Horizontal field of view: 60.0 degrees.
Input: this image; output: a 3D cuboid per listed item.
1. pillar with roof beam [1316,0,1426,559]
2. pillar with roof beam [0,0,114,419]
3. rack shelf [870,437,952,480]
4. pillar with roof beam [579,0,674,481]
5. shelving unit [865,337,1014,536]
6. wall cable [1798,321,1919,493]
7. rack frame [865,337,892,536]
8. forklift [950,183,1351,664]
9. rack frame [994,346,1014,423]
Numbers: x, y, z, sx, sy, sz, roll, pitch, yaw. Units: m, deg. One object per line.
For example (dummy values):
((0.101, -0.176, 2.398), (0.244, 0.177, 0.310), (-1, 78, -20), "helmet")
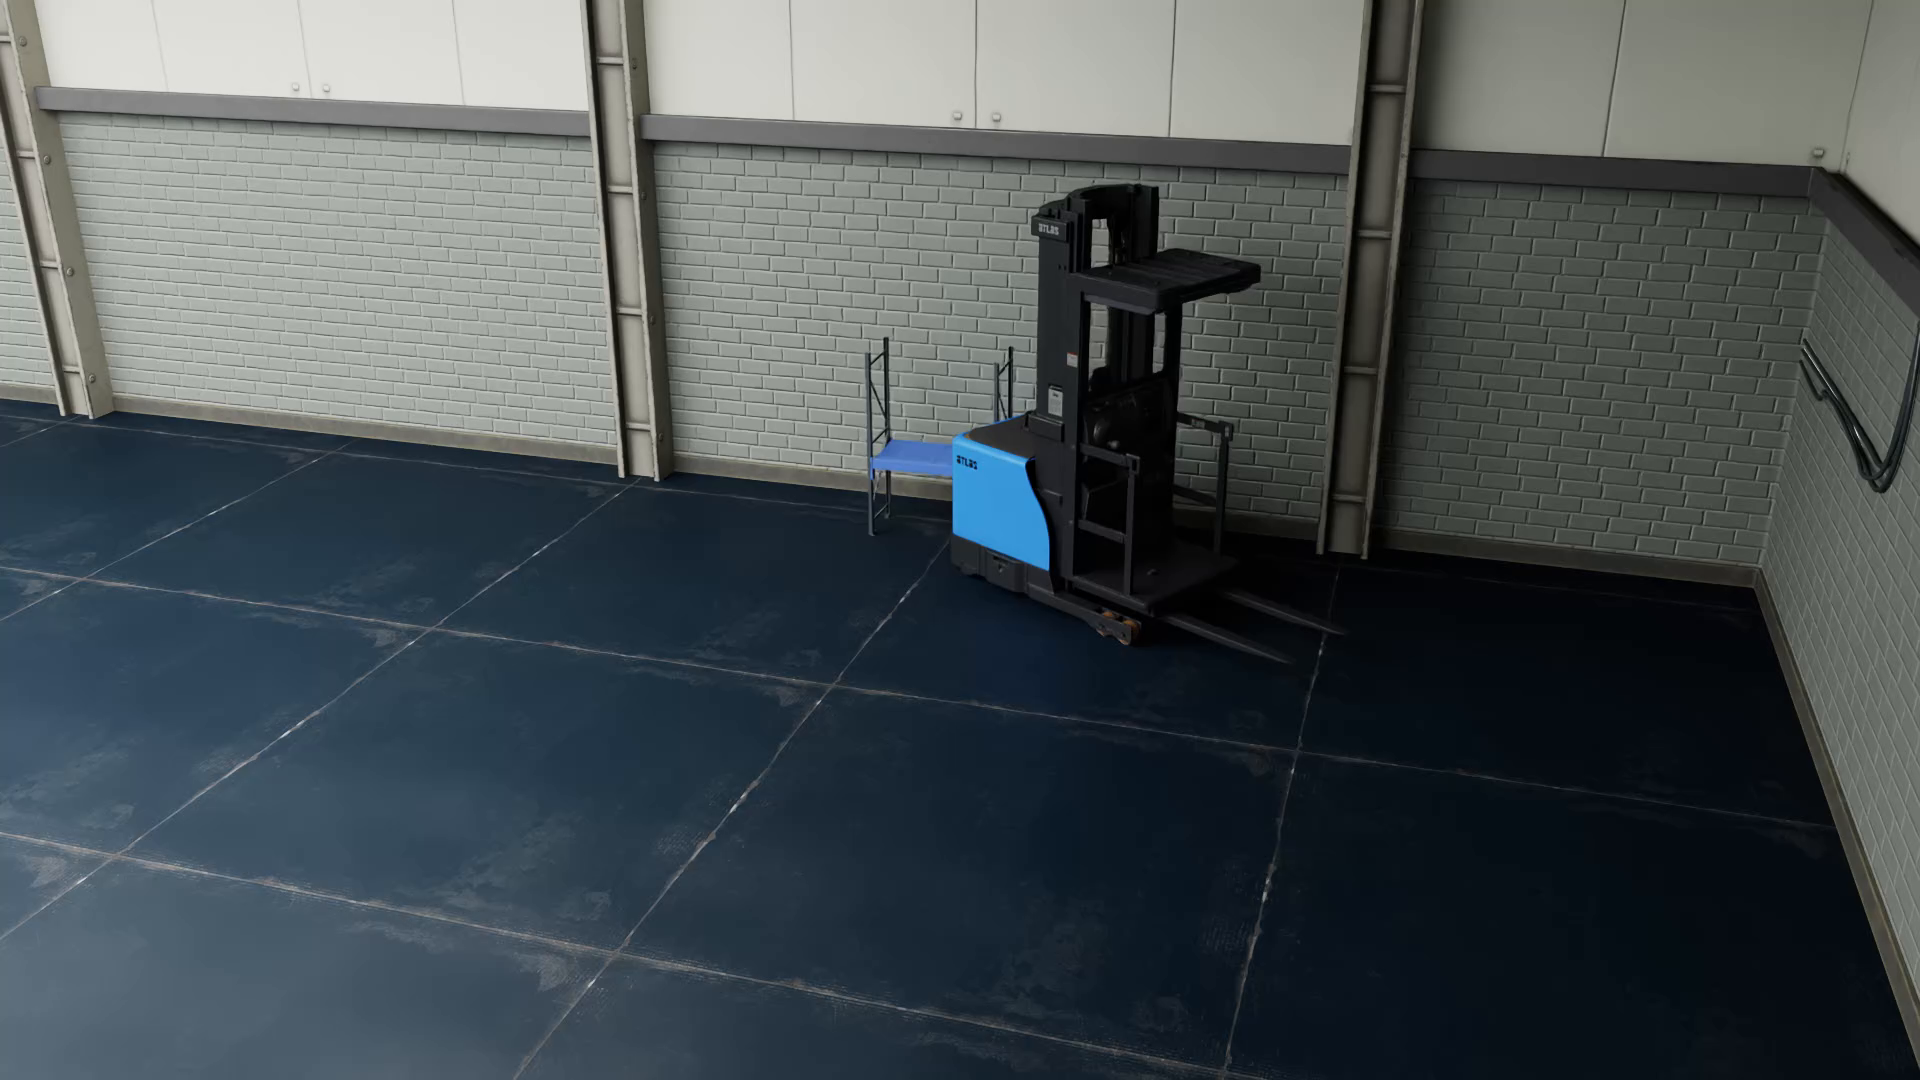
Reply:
((1.754, -2.527, 7.477), (0.400, 9.000, 9.100), (7, 23, 16), "pillar with roof beam")
((-9.734, -3.842, 10.684), (0.400, 9.000, 9.100), (7, 23, 16), "pillar with roof beam")
((-0.154, -0.602, 13.141), (1.000, 0.185, 0.538), (6, 23, 14), "rack shelf")
((-3.990, -3.184, 9.081), (0.400, 9.000, 9.100), (7, 23, 16), "pillar with roof beam")
((-0.154, -0.769, 13.073), (1.048, 1.500, 0.538), (6, 23, 14), "shelving unit")
((5.436, -1.851, 9.921), (0.112, 2.526, 3.097), (7, 23, 16), "wall cable")
((-0.644, -0.820, 13.198), (0.032, 1.500, 0.500), (6, 23, 14), "rack frame")
((1.315, -0.858, 11.405), (1.130, 2.935, 3.031), (-20, 30, -40), "forklift")
((0.336, -0.718, 12.948), (0.032, 1.500, 0.500), (6, 23, 14), "rack frame")
